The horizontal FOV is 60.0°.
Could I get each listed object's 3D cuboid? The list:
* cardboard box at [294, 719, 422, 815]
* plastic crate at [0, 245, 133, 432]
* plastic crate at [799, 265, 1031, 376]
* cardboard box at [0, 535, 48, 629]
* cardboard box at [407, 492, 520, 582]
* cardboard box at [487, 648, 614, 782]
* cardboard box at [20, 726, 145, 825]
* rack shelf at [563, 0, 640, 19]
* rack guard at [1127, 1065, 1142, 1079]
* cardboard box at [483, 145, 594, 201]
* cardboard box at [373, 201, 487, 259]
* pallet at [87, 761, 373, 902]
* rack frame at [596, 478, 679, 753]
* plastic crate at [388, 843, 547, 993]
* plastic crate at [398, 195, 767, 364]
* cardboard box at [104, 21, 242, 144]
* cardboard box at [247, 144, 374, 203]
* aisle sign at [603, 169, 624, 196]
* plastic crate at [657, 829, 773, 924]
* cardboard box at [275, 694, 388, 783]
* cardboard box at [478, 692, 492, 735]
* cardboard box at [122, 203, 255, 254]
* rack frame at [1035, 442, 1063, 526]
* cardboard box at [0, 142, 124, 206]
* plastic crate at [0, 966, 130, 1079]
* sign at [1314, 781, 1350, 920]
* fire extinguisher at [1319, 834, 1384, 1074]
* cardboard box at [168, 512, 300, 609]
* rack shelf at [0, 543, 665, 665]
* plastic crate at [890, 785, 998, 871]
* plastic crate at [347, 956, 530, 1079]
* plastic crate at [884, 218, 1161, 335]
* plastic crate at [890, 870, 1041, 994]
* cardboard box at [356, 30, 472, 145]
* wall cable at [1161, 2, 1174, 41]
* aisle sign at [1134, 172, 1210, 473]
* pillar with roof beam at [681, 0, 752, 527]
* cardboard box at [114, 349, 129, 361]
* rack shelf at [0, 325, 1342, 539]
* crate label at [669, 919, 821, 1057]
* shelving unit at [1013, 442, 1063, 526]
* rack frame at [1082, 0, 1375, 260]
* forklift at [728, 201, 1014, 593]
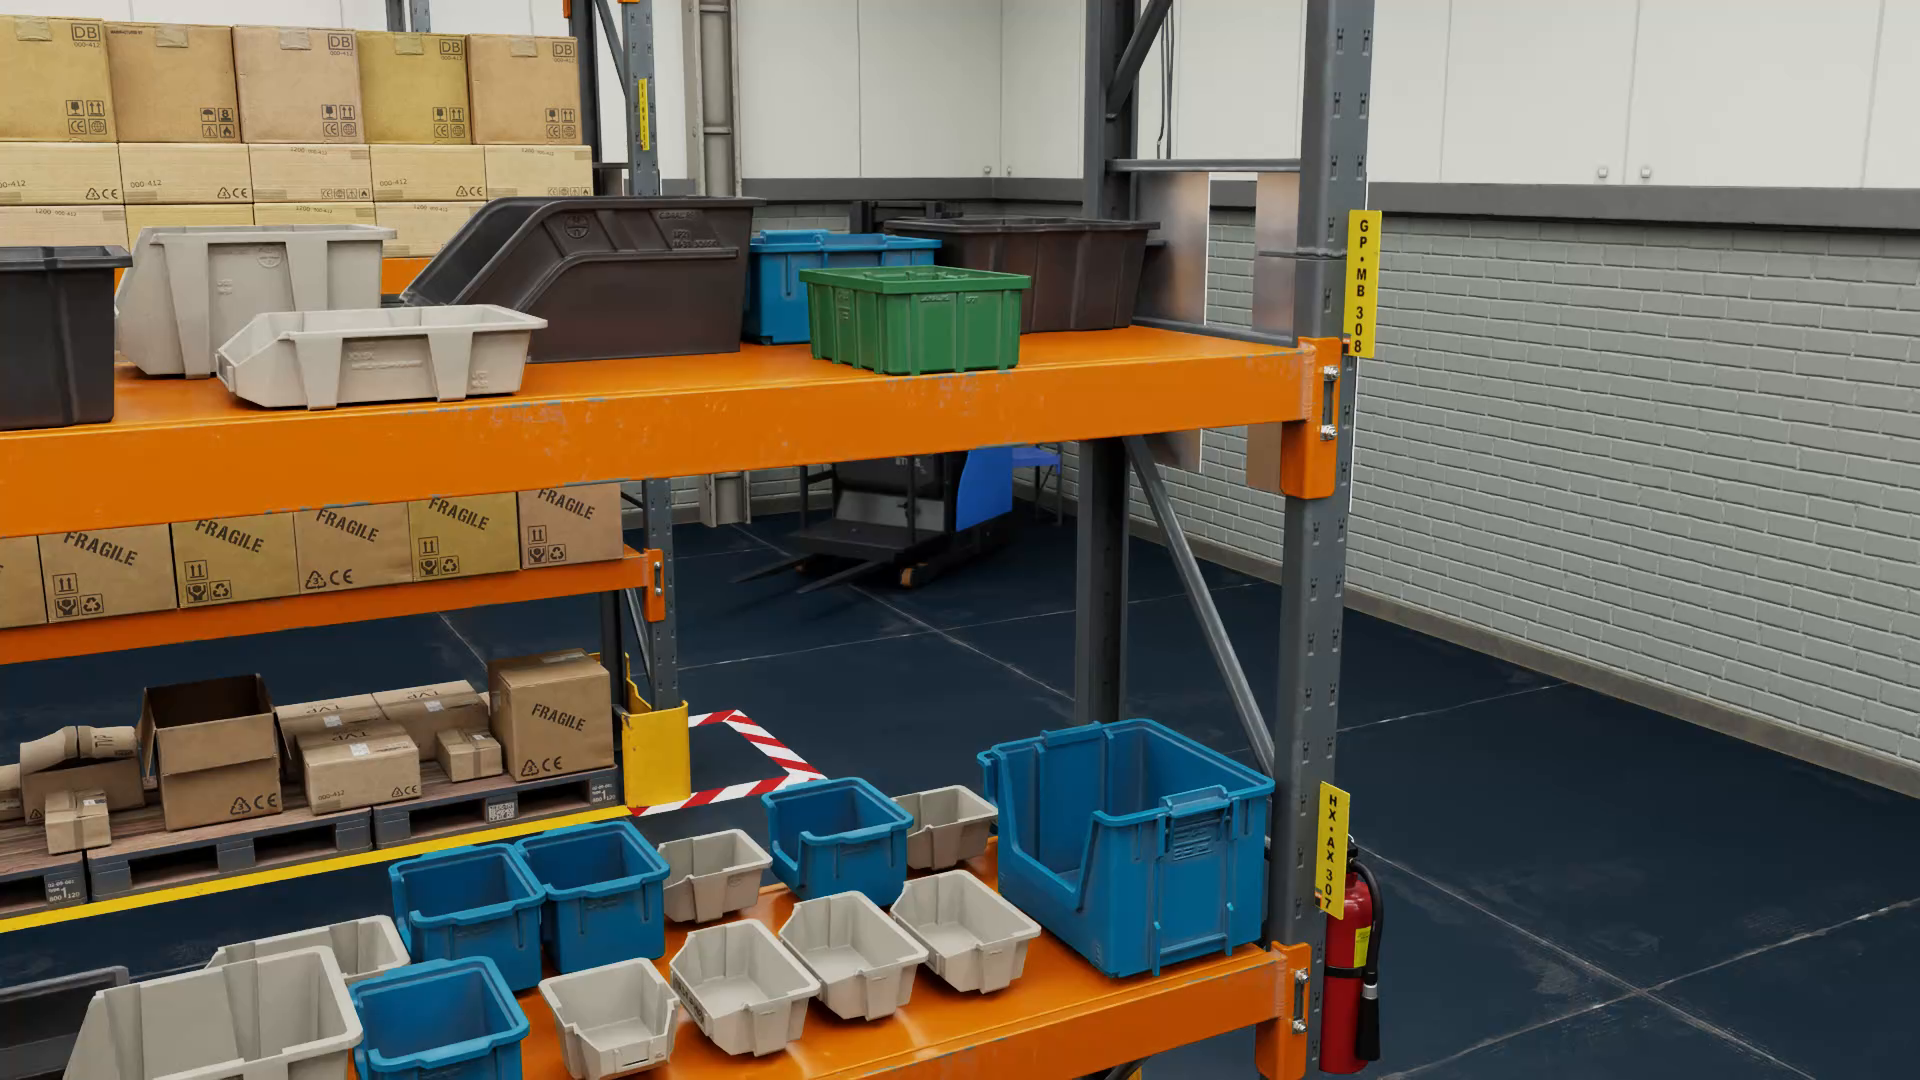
[{"bbox_3d":[-2.950,1.102,8.141,0.500,0.250,0.500,-7,14,-28],"label":"cardboard box"},{"bbox_3d":[-1.662,-0.325,2.689,0.590,0.269,0.497,-7,14,-28],"label":"plastic crate"},{"bbox_3d":[-0.102,-0.470,3.516,0.336,0.188,0.450,-7,14,-28],"label":"plastic crate"},{"bbox_3d":[-4.228,0.093,7.138,0.500,0.500,0.500,-7,14,-27],"label":"cardboard box"},{"bbox_3d":[-2.459,-0.118,8.072,0.500,0.500,0.500,-7,14,-27],"label":"cardboard box"},{"bbox_3d":[-2.102,0.886,8.532,0.500,0.500,0.500,-7,14,-28],"label":"cardboard box"},{"bbox_3d":[-4.231,1.101,8.008,0.500,0.311,0.500,-7,14,-28],"label":"cardboard box"},{"bbox_3d":[-3.498,-2.588,7.257,4.000,0.370,1.077,-7,14,-28],"label":"rack shelf"},{"bbox_3d":[0.642,1.946,4.825,0.348,0.500,1.175,-7,14,-28],"label":"rack guard"},{"bbox_3d":[-2.072,-1.755,7.945,0.500,0.250,0.500,-7,14,-28],"label":"cardboard box"},{"bbox_3d":[-2.512,-1.459,7.768,0.500,0.250,0.500,-7,14,-28],"label":"cardboard box"},{"bbox_3d":[-3.578,1.356,8.102,1.213,0.211,1.003,-7,14,-28],"label":"pallet"},{"bbox_3d":[-1.743,-0.224,8.771,0.127,3.000,1.000,-7,14,-28],"label":"rack frame"},{"bbox_3d":[-1.166,0.916,3.950,0.300,0.233,0.416,-7,14,-28],"label":"plastic crate"},{"bbox_3d":[-0.846,-0.594,3.727,0.767,0.338,0.504,-7,14,-28],"label":"plastic crate"},{"bbox_3d":[-3.537,-2.022,7.427,0.500,0.500,0.700,-7,14,-28],"label":"cardboard box"},{"bbox_3d":[-2.951,-1.650,7.481,0.500,0.250,0.500,-7,14,-28],"label":"cardboard box"},{"bbox_3d":[-1.824,-1.556,8.769,0.004,0.787,0.394,-7,14,-28],"label":"aisle sign"},{"bbox_3d":[-0.664,0.882,4.321,0.298,0.136,0.250,-7,14,-28],"label":"plastic crate"},{"bbox_3d":[-3.234,1.011,8.546,0.500,0.250,0.500,-7,14,-28],"label":"cardboard box"},{"bbox_3d":[-2.495,0.948,9.016,0.250,0.166,0.380,-7,14,-28],"label":"cardboard box"},{"bbox_3d":[-3.391,-1.354,7.303,0.500,0.250,0.500,-7,14,-28],"label":"cardboard box"},{"bbox_3d":[0.815,-0.913,15.249,0.032,1.500,0.500,-5,14,-23],"label":"rack frame"},{"bbox_3d":[-3.826,-1.544,7.007,0.500,0.250,0.500,-7,14,-28],"label":"cardboard box"},{"bbox_3d":[-2.030,1.087,3.435,0.590,0.125,0.437,-7,14,-28],"label":"plastic crate"},{"bbox_3d":[0.905,0.756,4.047,0.005,0.325,0.100,-7,14,-28],"label":"sign"},{"bbox_3d":[0.977,1.023,4.259,0.183,0.674,0.296,-7,14,-28],"label":"fire extinguisher"},{"bbox_3d":[-3.342,-0.013,7.608,0.500,0.500,0.500,-7,14,-29],"label":"cardboard box"},{"bbox_3d":[-3.498,0.338,7.915,4.000,0.370,1.077,-7,14,-28],"label":"rack shelf"},{"bbox_3d":[-0.069,0.811,4.638,0.298,0.136,0.250,-7,14,-28],"label":"plastic crate"},{"bbox_3d":[-1.053,1.049,3.360,0.300,0.233,0.416,-7,14,-28],"label":"plastic crate"},{"bbox_3d":[0.156,-0.682,4.272,0.590,0.269,0.497,-7,14,-28],"label":"plastic crate"},{"bbox_3d":[-0.002,0.951,4.014,0.243,0.136,0.396,-7,14,-28],"label":"plastic crate"},{"bbox_3d":[-2.665,-2.130,7.906,0.500,0.500,0.700,-7,14,-28],"label":"cardboard box"},{"bbox_3d":[2.312,-5.059,12.161,0.112,2.526,3.097,-7,14,-28],"label":"wall cable"},{"bbox_3d":[0.548,-0.602,4.531,0.004,0.787,0.394,-7,14,-28],"label":"aisle sign"},{"bbox_3d":[-0.102,-3.726,10.669,0.400,9.000,9.100,-7,14,-28],"label":"pillar with roof beam"},{"bbox_3d":[-5.869,-1.112,12.033,0.700,0.700,0.980,-8,15,-31],"label":"cardboard box"},{"bbox_3d":[-1.128,-0.171,3.343,4.000,0.370,1.077,-7,14,-28],"label":"rack shelf"},{"bbox_3d":[-0.496,1.013,3.740,0.243,0.136,0.396,-7,14,-28],"label":"crate label"},{"bbox_3d":[0.349,-0.868,15.052,1.048,1.500,0.538,-5,14,-23],"label":"shelving unit"},{"bbox_3d":[0.627,-2.196,3.869,0.127,3.000,1.000,-7,14,-28],"label":"rack frame"},{"bbox_3d":[-0.684,-1.162,13.099,1.130,2.935,3.031,7,14,28],"label":"forklift"}]
